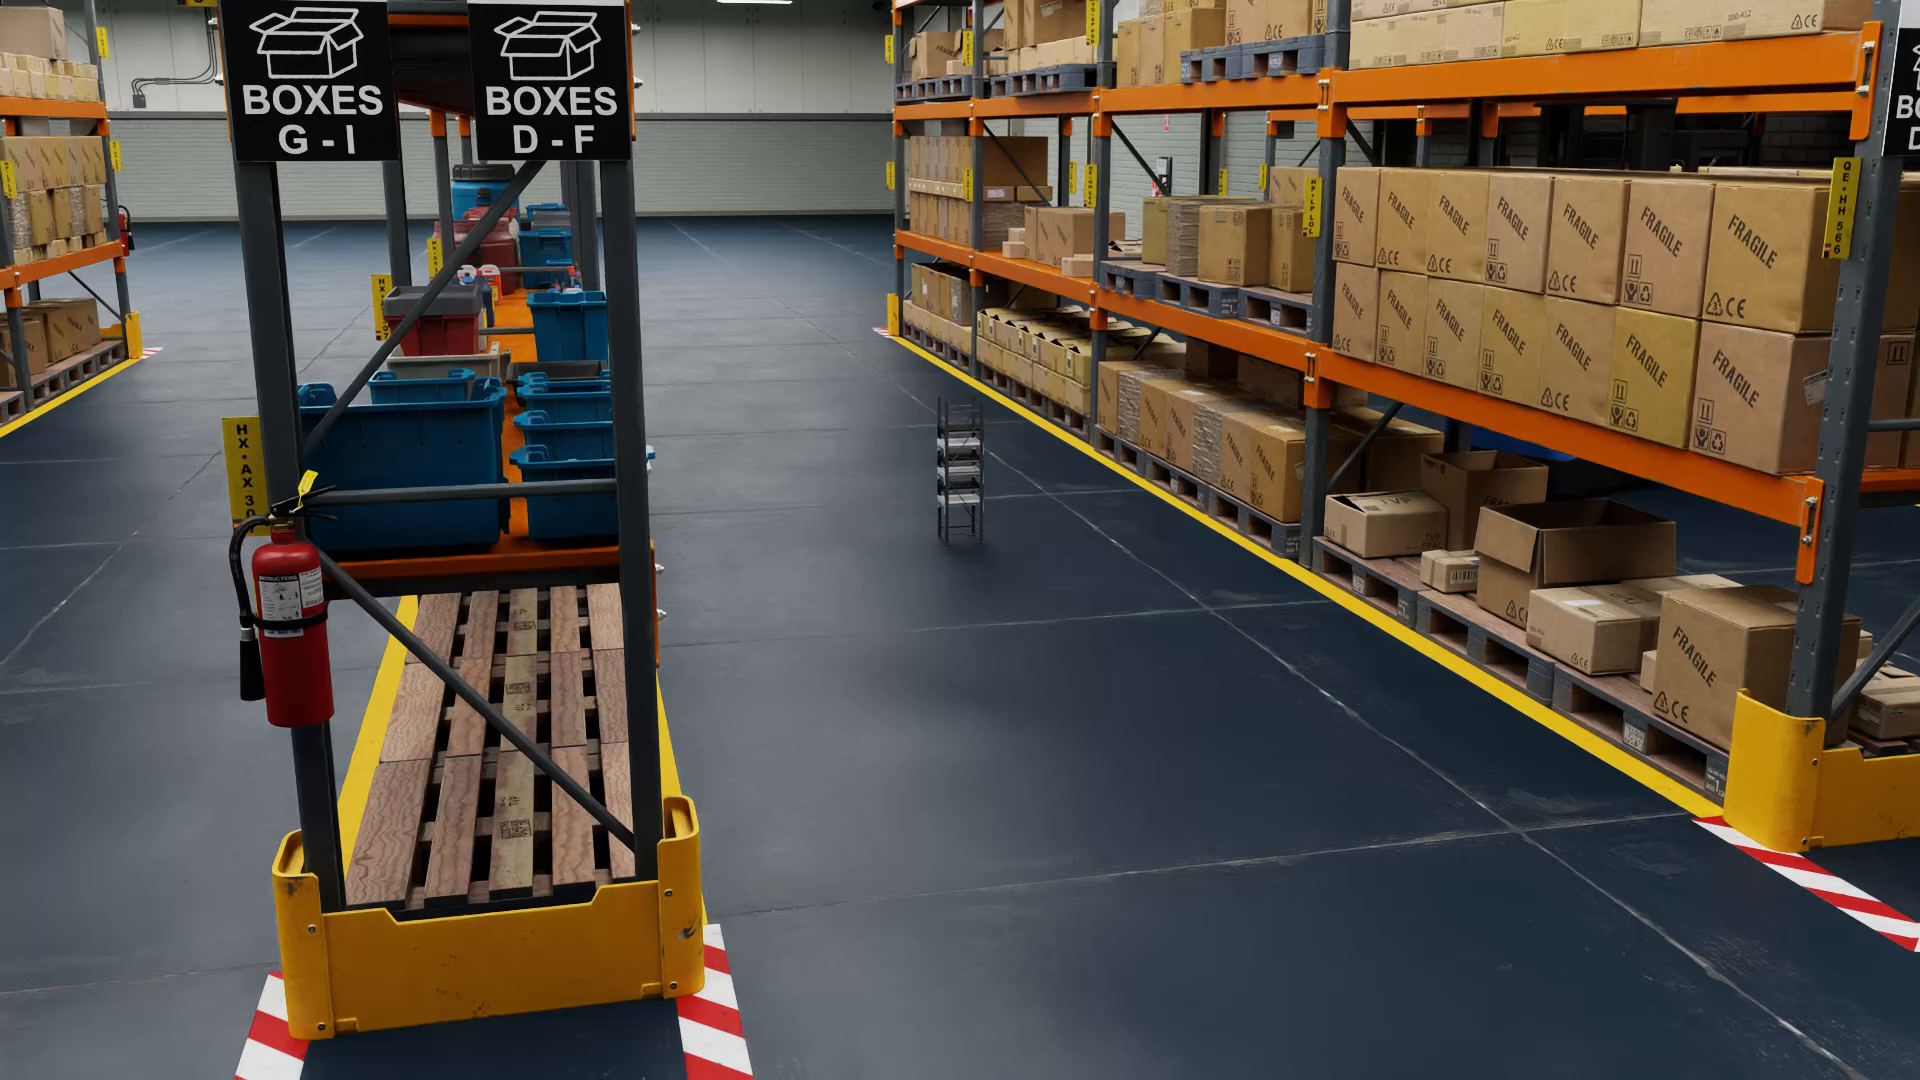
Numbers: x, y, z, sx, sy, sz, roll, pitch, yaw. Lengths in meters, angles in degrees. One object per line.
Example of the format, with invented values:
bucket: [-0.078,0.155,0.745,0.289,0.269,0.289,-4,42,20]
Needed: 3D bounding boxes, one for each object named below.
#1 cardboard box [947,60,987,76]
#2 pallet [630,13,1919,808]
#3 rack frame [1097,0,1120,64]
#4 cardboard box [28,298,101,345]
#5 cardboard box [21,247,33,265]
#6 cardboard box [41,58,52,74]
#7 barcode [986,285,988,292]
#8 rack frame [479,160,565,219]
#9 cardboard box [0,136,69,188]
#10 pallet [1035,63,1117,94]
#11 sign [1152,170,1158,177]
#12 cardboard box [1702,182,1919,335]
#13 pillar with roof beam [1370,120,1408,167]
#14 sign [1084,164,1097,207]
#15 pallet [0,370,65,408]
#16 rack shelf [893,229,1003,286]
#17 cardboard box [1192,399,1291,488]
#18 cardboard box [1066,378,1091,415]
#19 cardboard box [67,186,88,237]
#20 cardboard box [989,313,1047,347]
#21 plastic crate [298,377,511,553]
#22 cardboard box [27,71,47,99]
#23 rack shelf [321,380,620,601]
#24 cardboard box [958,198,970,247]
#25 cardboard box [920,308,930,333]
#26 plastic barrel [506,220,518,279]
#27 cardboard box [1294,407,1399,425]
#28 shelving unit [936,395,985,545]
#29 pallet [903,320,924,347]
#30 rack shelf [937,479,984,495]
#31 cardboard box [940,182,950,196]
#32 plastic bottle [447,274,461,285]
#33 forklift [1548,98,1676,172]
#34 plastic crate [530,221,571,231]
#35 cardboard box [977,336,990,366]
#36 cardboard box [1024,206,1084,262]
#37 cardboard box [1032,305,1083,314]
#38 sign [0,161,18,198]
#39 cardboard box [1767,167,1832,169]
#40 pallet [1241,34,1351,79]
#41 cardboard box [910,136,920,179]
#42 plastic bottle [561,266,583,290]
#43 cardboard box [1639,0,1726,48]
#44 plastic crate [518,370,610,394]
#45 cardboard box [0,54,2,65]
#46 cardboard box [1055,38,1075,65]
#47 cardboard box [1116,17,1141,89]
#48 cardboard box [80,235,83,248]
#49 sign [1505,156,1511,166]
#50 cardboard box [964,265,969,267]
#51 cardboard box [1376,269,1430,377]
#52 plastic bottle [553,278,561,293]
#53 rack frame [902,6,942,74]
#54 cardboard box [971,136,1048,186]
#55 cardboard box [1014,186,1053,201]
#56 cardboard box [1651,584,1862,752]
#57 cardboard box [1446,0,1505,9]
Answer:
cardboard box: [0.072,-5.038,17.757,0.380,0.149,0.250,-3,14,-13]
pallet: [-5.602,-7.268,27.534,7.867,5.999,48.037,-3,14,-13]
rack frame: [1.560,-5.159,12.584,1.000,3.000,0.127,-3,14,-13]
cardboard box: [-9.819,-2.384,18.247,0.500,0.500,0.500,-1,14,-3]
cardboard box: [-8.814,-2.619,15.357,0.380,0.149,0.250,-3,14,-13]
cardboard box: [-9.263,-4.704,16.517,0.380,0.149,0.250,-4,14,-16]
barcode: [0.276,-2.551,16.867,0.001,0.075,0.075,-3,14,-13]
rack frame: [-5.135,-3.815,19.723,1.000,3.000,0.127,-3,14,-13]
cardboard box: [-9.232,-3.759,16.547,0.500,0.500,0.500,-3,14,-13]
pallet: [1.314,-3.762,13.583,1.213,0.211,1.003,-3,14,-11]
sign: [3.511,-6.617,30.000,0.001,0.109,0.331,-3,14,-13]
cardboard box: [3.067,-1.021,5.969,0.500,0.500,0.500,-3,14,-14]
pillar with roof beam: [1.316,-6.929,19.826,9.100,9.000,0.400,-3,14,-13]
sign: [1.021,-2.776,13.029,0.100,0.325,0.005,-3,14,-13]
pallet: [-9.202,-1.415,15.773,1.003,0.211,1.213,-3,14,-13]
rack shelf: [0.151,-3.280,19.047,1.077,0.370,4.000,-3,14,-13]
cardboard box: [1.880,-0.650,11.106,0.500,0.500,0.500,-3,14,-12]
cardboard box: [1.199,-1.221,14.013,0.500,0.250,0.500,-3,14,-12]
cardboard box: [-9.537,-3.377,17.094,0.875,0.500,0.500,-3,14,-13]
cardboard box: [0.588,-2.083,16.362,0.500,0.311,0.500,-3,14,-14]
plastic crate: [-1.637,-0.237,4.877,0.616,0.435,0.499,-3,14,-13]
cardboard box: [-9.102,-4.356,15.931,0.500,0.250,0.500,-4,14,-15]
rack shelf: [-1.847,-0.331,6.566,0.919,0.124,3.809,-3,14,-13]
cardboard box: [0.380,-3.440,17.975,0.700,0.500,0.500,-3,14,-14]
cardboard box: [-0.171,-2.592,19.626,0.500,0.250,0.500,-3,14,-13]
plastic barrel: [-3.705,-2.249,13.079,0.421,0.512,0.421,0,14,0]
cardboard box: [2.487,-0.569,10.777,0.500,0.500,0.500,-3,14,-12]
shelving unit: [0.002,-0.435,10.313,0.258,0.900,0.210,-3,14,-13]
pallet: [-4.296,-5.899,22.211,7.996,5.868,8.017,-3,14,-13]
rack shelf: [0.002,-0.315,10.342,0.258,0.077,0.200,-3,14,-13]
cardboard box: [-0.014,-3.936,18.641,0.380,0.149,0.250,-3,14,-11]
plastic bottle: [-3.109,-1.471,10.231,0.144,0.351,0.185,-3,14,-13]
forklift: [5.279,-2.201,13.262,4.706,2.935,2.309,-10,17,-36]
plastic crate: [-3.338,-2.391,13.757,0.402,0.464,0.583,-3,14,-13]
cardboard box: [0.474,-1.929,16.912,0.500,0.250,0.500,-4,14,-15]
cardboard box: [0.909,-2.917,15.835,0.500,0.500,0.500,-2,14,-9]
cardboard box: [0.994,-2.231,16.966,0.500,0.311,0.500,-3,14,-13]
sign: [-8.471,-3.211,14.809,0.100,0.325,0.005,-3,14,-13]
cardboard box: [6.851,-2.879,13.432,0.500,0.250,0.500,-4,14,-15]
pallet: [2.414,-2.842,9.817,1.213,0.211,1.003,-3,14,-13]
cardboard box: [-0.209,-4.649,20.190,0.700,0.500,0.500,-3,14,-13]
plastic bottle: [-2.481,-1.574,10.651,0.144,0.351,0.185,-3,14,-13]
cardboard box: [2.955,-2.003,6.303,0.500,0.250,0.500,-3,14,-13]
plastic crate: [-1.495,-0.520,6.463,0.416,0.233,0.300,-3,14,-13]
cardboard box: [-8.915,-4.344,15.044,0.380,0.149,0.250,-4,14,-16]
cardboard box: [1.135,-4.187,14.357,0.500,0.250,0.500,-4,14,-14]
cardboard box: [1.695,-3.652,12.524,0.910,0.500,0.500,-3,14,-13]
cardboard box: [-9.452,-3.132,17.455,0.380,0.149,0.250,-3,14,-13]
sign: [5.973,-4.039,18.199,0.100,0.325,0.005,-3,14,-13]
cardboard box: [0.345,-2.986,19.658,0.500,0.500,0.500,-3,14,-13]
cardboard box: [2.478,-1.120,8.481,0.500,0.500,0.500,-3,14,-12]
plastic bottle: [-2.574,-1.529,10.612,0.061,0.283,0.133,-3,14,-13]
rack frame: [-0.316,-7.005,20.139,0.949,2.616,0.053,-3,14,-13]
cardboard box: [0.510,-3.949,17.324,0.700,0.500,0.500,-3,14,-13]
cardboard box: [0.746,-3.604,17.282,0.380,0.149,0.250,-3,14,-13]
cardboard box: [3.072,0.489,6.443,0.500,0.500,0.500,-3,14,-13]
cardboard box: [2.597,-2.592,7.659,0.500,0.250,0.500,-3,14,-13]
